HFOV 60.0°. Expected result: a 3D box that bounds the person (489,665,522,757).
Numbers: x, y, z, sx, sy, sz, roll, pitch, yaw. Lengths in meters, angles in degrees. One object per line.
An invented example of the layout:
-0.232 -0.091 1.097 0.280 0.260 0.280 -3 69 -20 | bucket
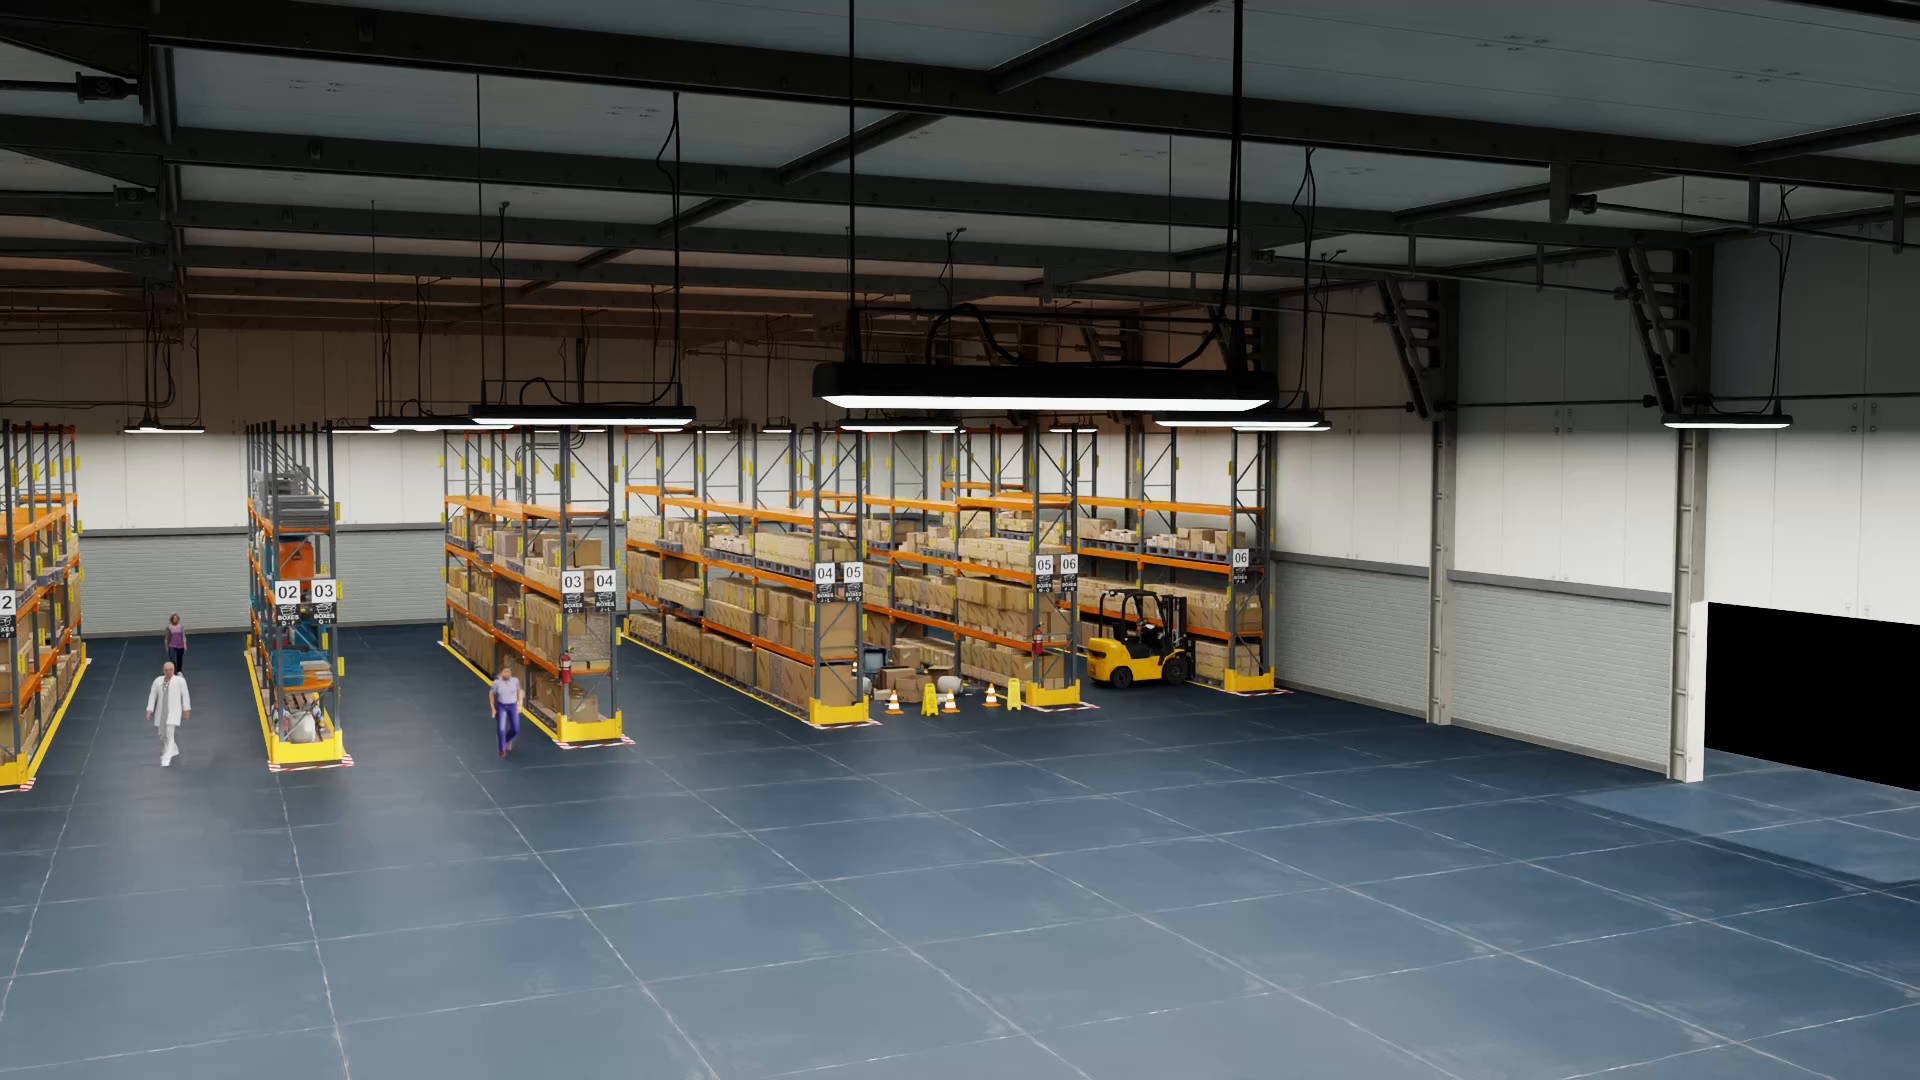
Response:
-8.193 3.048 29.979 0.571 1.632 0.558 -2 4 -24 | person

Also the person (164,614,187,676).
-18.346 2.497 38.885 0.459 1.540 0.972 -2 4 -27 | person

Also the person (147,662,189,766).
-13.874 3.048 29.168 0.610 1.829 0.740 0 4 0 | person
